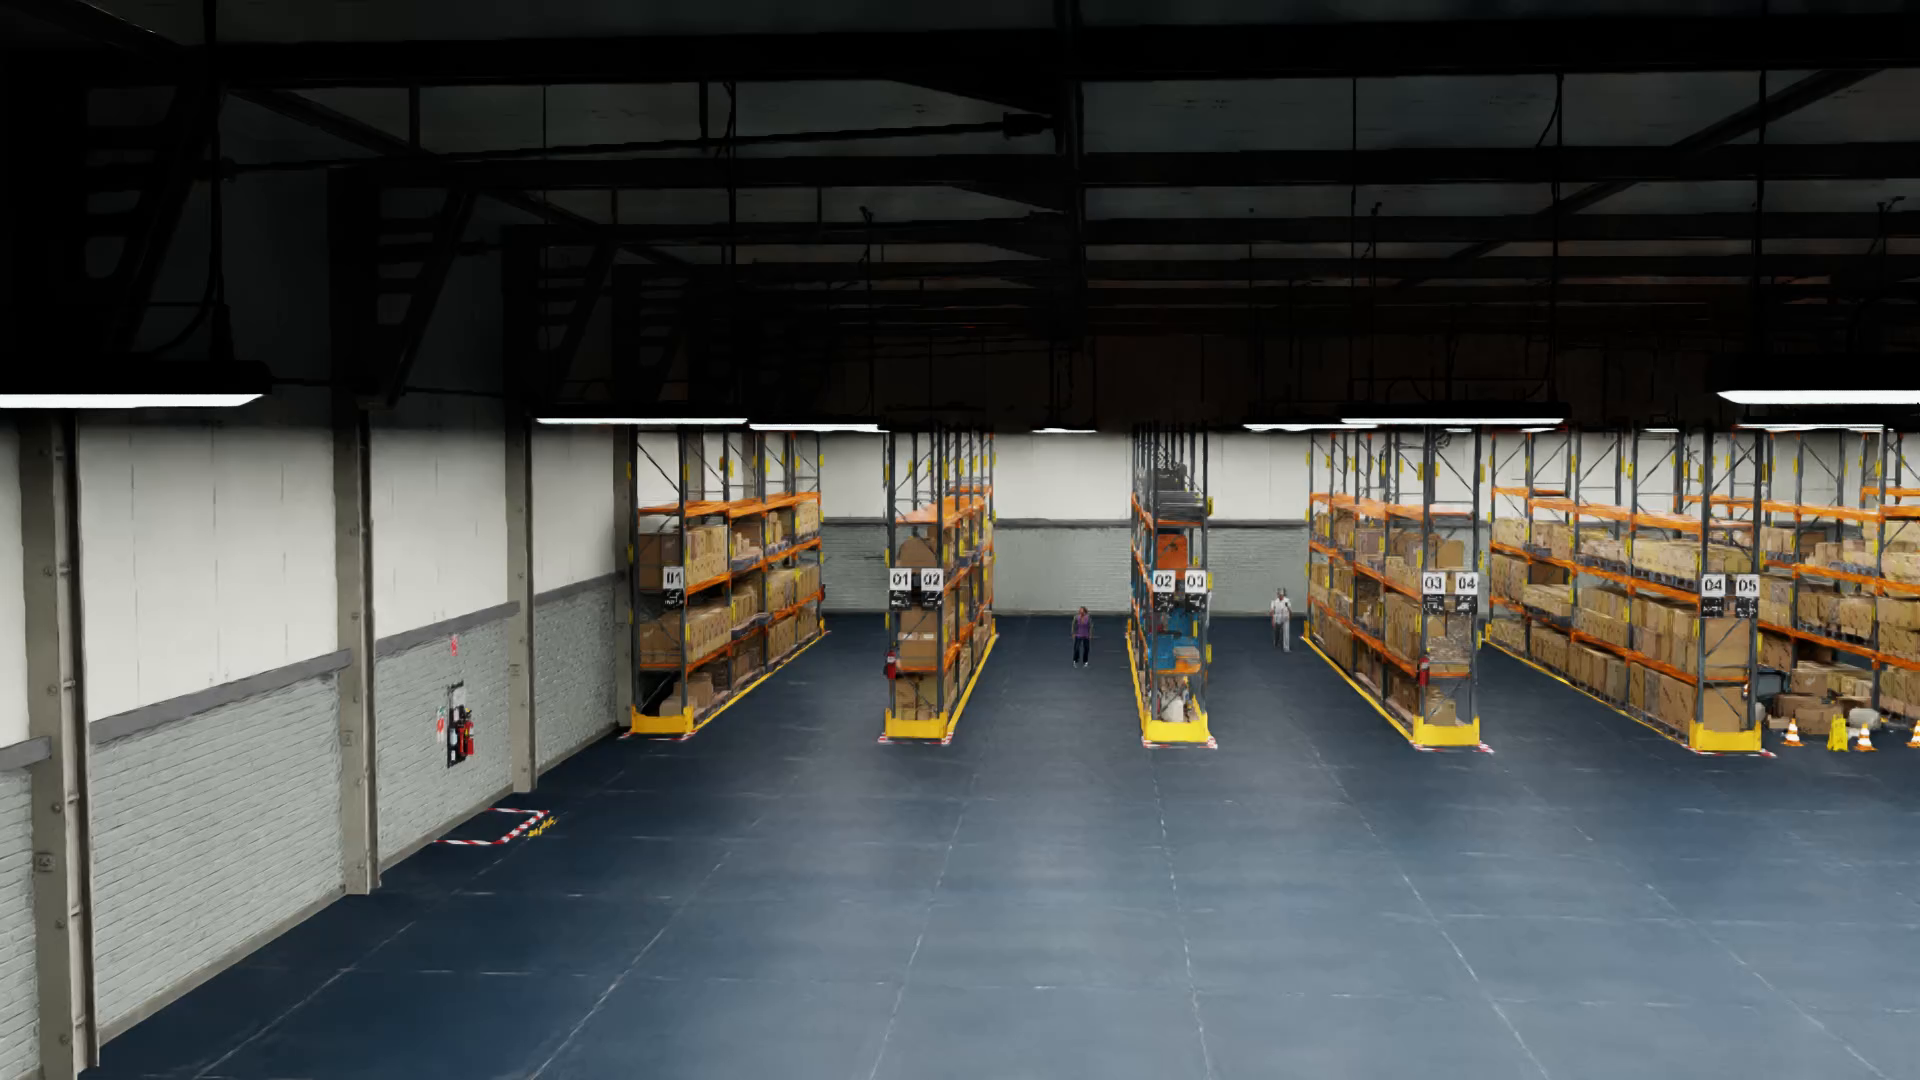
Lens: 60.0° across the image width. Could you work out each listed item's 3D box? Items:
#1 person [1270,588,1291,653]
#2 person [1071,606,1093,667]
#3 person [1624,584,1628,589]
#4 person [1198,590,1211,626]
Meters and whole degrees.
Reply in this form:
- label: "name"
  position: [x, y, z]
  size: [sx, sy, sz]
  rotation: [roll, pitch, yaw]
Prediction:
- label: "person"
  position: [8.444, 2.098, 43.799]
  size: [0.542, 1.675, 1.126]
  rotation: [0, 4, 7]
- label: "person"
  position: [3.002, 2.368, 40.953]
  size: [0.566, 1.541, 0.519]
  rotation: [0, 4, 2]
- label: "person"
  position: [18.538, 2.006, 46.136]
  size: [0.571, 1.582, 0.537]
  rotation: [-1, 4, -13]
- label: "person"
  position: [7.276, 1.757, 49.843]
  size: [0.495, 1.589, 1.086]
  rotation: [0, 4, 7]
